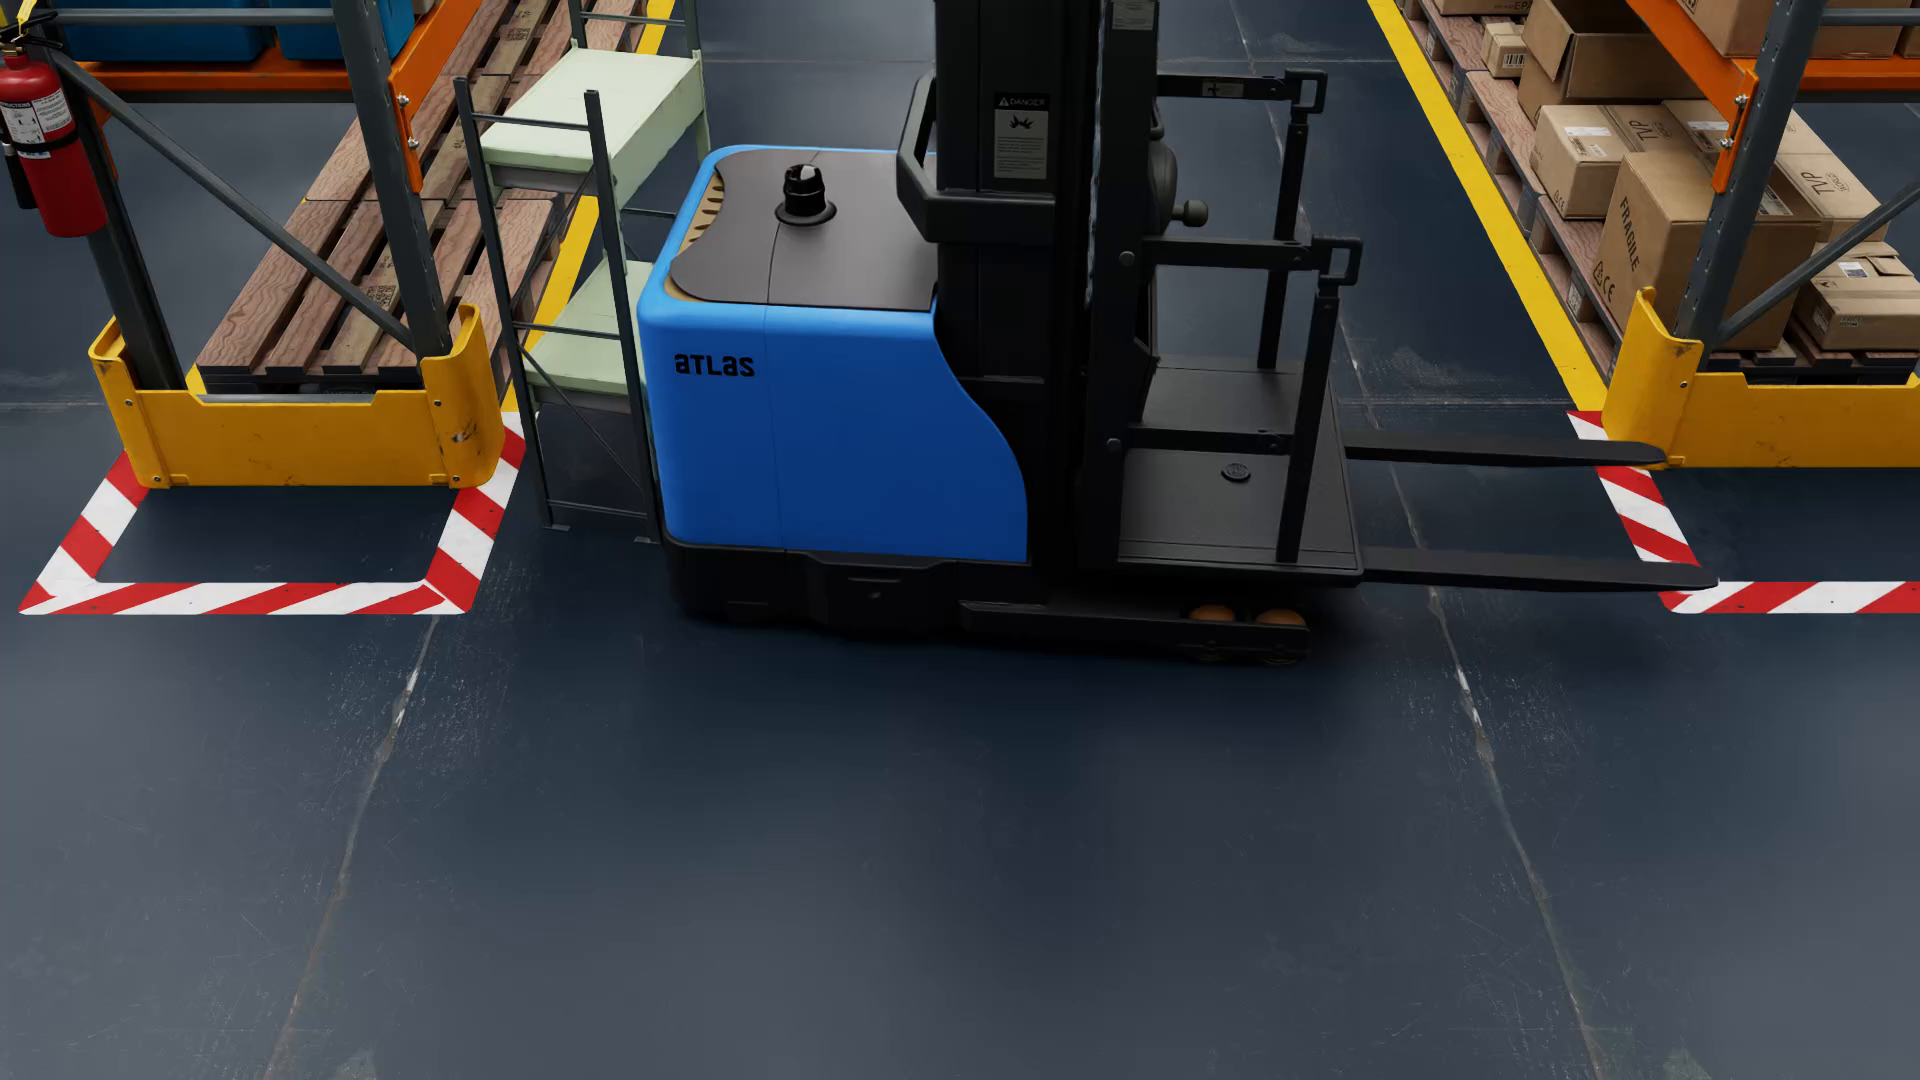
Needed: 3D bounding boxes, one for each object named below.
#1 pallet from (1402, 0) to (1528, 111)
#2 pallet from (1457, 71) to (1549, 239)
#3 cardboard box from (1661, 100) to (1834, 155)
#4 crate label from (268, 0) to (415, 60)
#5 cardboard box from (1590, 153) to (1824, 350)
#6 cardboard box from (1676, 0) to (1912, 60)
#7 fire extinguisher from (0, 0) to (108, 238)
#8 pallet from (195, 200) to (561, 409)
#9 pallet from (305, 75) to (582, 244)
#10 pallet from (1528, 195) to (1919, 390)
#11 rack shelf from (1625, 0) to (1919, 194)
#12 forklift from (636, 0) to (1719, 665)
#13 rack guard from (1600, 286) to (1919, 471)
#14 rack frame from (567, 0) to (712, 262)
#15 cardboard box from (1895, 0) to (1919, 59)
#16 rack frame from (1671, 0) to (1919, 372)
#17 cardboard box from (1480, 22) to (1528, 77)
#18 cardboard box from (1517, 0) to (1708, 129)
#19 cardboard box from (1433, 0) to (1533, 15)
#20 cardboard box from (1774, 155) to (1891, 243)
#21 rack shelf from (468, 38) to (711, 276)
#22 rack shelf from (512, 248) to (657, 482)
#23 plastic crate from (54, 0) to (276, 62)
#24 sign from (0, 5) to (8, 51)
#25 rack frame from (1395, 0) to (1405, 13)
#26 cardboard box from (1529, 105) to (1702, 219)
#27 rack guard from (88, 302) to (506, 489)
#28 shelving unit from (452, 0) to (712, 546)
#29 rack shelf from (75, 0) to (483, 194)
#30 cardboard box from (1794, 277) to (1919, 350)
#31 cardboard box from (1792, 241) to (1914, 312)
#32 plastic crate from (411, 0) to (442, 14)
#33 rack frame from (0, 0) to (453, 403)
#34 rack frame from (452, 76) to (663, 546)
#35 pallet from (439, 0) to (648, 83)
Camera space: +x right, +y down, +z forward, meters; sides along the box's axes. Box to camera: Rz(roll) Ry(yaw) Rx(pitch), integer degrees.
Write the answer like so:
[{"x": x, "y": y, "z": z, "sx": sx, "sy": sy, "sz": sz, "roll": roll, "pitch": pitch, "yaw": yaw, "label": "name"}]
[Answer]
[{"x": 2.799, "y": -2.447, "z": 8.135, "sx": 1.003, "sy": 0.211, "sz": 1.213, "roll": 0, "pitch": 39, "yaw": 0, "label": "pallet"}, {"x": 2.804, "y": -1.682, "z": 7.181, "sx": 1.003, "sy": 0.211, "sz": 1.213, "roll": 0, "pitch": 39, "yaw": 0, "label": "pallet"}, {"x": 3.086, "y": -1.528, "z": 6.605, "sx": 0.500, "sy": 0.250, "sz": 0.500, "roll": 0, "pitch": 39, "yaw": 0, "label": "cardboard box"}, {"x": -1.820, "y": -1.575, "z": 4.903, "sx": 0.416, "sy": 0.233, "sz": 0.303, "roll": 0, "pitch": 39, "yaw": 0, "label": "crate label"}, {"x": 2.557, "y": -1.000, "z": 5.746, "sx": 0.500, "sy": 0.500, "sz": 0.500, "roll": 0, "pitch": 39, "yaw": 0, "label": "cardboard box"}, {"x": 2.531, "y": -1.782, "z": 4.996, "sx": 0.500, "sy": 0.500, "sz": 0.500, "roll": 1, "pitch": 39, "yaw": 1, "label": "cardboard box"}, {"x": -2.603, "y": -1.192, "z": 4.699, "sx": 0.296, "sy": 0.674, "sz": 0.183, "roll": 0, "pitch": 39, "yaw": 0, "label": "fire extinguisher"}, {"x": -2.111, "y": -0.890, "z": 6.192, "sx": 1.003, "sy": 0.211, "sz": 1.213, "roll": 0, "pitch": 39, "yaw": 0, "label": "pallet"}, {"x": -2.110, "y": -1.651, "z": 7.141, "sx": 1.003, "sy": 0.211, "sz": 1.213, "roll": 0, "pitch": 39, "yaw": 0, "label": "pallet"}, {"x": 2.802, "y": -0.921, "z": 6.231, "sx": 1.003, "sy": 0.211, "sz": 1.213, "roll": 0, "pitch": 39, "yaw": 0, "label": "pallet"}, {"x": 2.802, "y": -2.434, "z": 6.463, "sx": 1.077, "sy": 0.370, "sz": 4.000, "roll": 0, "pitch": 39, "yaw": 0, "label": "rack shelf"}, {"x": 0.682, "y": -1.132, "z": 4.318, "sx": 3.031, "sy": 2.935, "sz": 1.130, "roll": 3, "pitch": 39, "yaw": 4, "label": "forklift"}, {"x": 2.804, "y": -0.536, "z": 5.519, "sx": 1.175, "sy": 0.500, "sz": 0.348, "roll": 0, "pitch": 39, "yaw": 0, "label": "rack guard"}, {"x": -0.972, "y": -1.047, "z": 5.357, "sx": 0.400, "sy": 1.500, "sz": 0.023, "roll": 8, "pitch": 39, "yaw": 10, "label": "rack frame"}, {"x": 3.067, "y": -1.780, "z": 4.993, "sx": 0.500, "sy": 0.500, "sz": 0.500, "roll": 1, "pitch": 39, "yaw": 1, "label": "cardboard box"}, {"x": 2.804, "y": -1.464, "z": 4.678, "sx": 1.000, "sy": 3.000, "sz": 0.127, "roll": 0, "pitch": 39, "yaw": 0, "label": "rack frame"}, {"x": 2.595, "y": -2.227, "z": 7.545, "sx": 0.380, "sy": 0.166, "sz": 0.250, "roll": 0, "pitch": 39, "yaw": 0, "label": "cardboard box"}, {"x": 2.807, "y": -1.988, "z": 6.976, "sx": 0.797, "sy": 0.503, "sz": 0.637, "roll": 0, "pitch": 39, "yaw": 0, "label": "cardboard box"}, {"x": 2.584, "y": -2.825, "z": 8.175, "sx": 0.500, "sy": 0.311, "sz": 0.500, "roll": 0, "pitch": 39, "yaw": 0, "label": "cardboard box"}, {"x": 3.087, "y": -1.215, "z": 6.215, "sx": 0.500, "sy": 0.250, "sz": 0.500, "roll": 0, "pitch": 39, "yaw": 0, "label": "cardboard box"}, {"x": -1.052, "y": -1.128, "z": 4.834, "sx": 0.431, "sy": 0.370, "sz": 0.720, "roll": 8, "pitch": 39, "yaw": 10, "label": "rack shelf"}, {"x": -1.052, "y": -0.569, "z": 5.282, "sx": 0.431, "sy": 0.370, "sz": 0.720, "roll": 8, "pitch": 39, "yaw": 10, "label": "rack shelf"}, {"x": -2.336, "y": -1.709, "z": 4.907, "sx": 0.616, "sy": 0.435, "sz": 0.499, "roll": 0, "pitch": 39, "yaw": 0, "label": "plastic crate"}, {"x": -2.699, "y": -1.515, "z": 4.612, "sx": 0.100, "sy": 0.325, "sz": 0.005, "roll": 0, "pitch": 39, "yaw": 0, "label": "sign"}, {"x": 2.800, "y": -3.965, "z": 7.799, "sx": 1.000, "sy": 3.000, "sz": 0.127, "roll": 0, "pitch": 39, "yaw": 0, "label": "rack frame"}, {"x": 2.586, "y": -1.496, "z": 6.565, "sx": 0.500, "sy": 0.250, "sz": 0.500, "roll": 0, "pitch": 39, "yaw": 0, "label": "cardboard box"}, {"x": -2.136, "y": -0.472, "z": 5.439, "sx": 1.175, "sy": 0.500, "sz": 0.348, "roll": 0, "pitch": 39, "yaw": 0, "label": "rack guard"}, {"x": -1.052, "y": -0.823, "z": 5.078, "sx": 0.431, "sy": 1.500, "sz": 0.755, "roll": 8, "pitch": 39, "yaw": 10, "label": "shelving unit"}, {"x": -2.152, "y": -2.432, "z": 6.462, "sx": 1.077, "sy": 0.370, "sz": 4.000, "roll": 0, "pitch": 39, "yaw": 0, "label": "rack shelf"}, {"x": 3.147, "y": -0.785, "z": 5.759, "sx": 0.380, "sy": 0.149, "sz": 0.250, "roll": 0, "pitch": 39, "yaw": 0, "label": "cardboard box"}, {"x": 3.147, "y": -0.948, "z": 5.948, "sx": 0.380, "sy": 0.166, "sz": 0.250, "roll": 0, "pitch": 39, "yaw": 0, "label": "cardboard box"}, {"x": -1.738, "y": -1.738, "z": 5.183, "sx": 0.250, "sy": 0.136, "sz": 0.298, "roll": 0, "pitch": 39, "yaw": 0, "label": "plastic crate"}, {"x": -2.149, "y": -1.462, "z": 4.676, "sx": 1.000, "sy": 3.000, "sz": 0.127, "roll": 0, "pitch": 39, "yaw": 0, "label": "rack frame"}, {"x": -1.133, "y": -0.600, "z": 4.800, "sx": 0.400, "sy": 1.500, "sz": 0.023, "roll": 8, "pitch": 39, "yaw": 10, "label": "rack frame"}, {"x": -2.114, "y": -2.416, "z": 8.096, "sx": 1.003, "sy": 0.211, "sz": 1.213, "roll": 0, "pitch": 39, "yaw": 0, "label": "pallet"}]
